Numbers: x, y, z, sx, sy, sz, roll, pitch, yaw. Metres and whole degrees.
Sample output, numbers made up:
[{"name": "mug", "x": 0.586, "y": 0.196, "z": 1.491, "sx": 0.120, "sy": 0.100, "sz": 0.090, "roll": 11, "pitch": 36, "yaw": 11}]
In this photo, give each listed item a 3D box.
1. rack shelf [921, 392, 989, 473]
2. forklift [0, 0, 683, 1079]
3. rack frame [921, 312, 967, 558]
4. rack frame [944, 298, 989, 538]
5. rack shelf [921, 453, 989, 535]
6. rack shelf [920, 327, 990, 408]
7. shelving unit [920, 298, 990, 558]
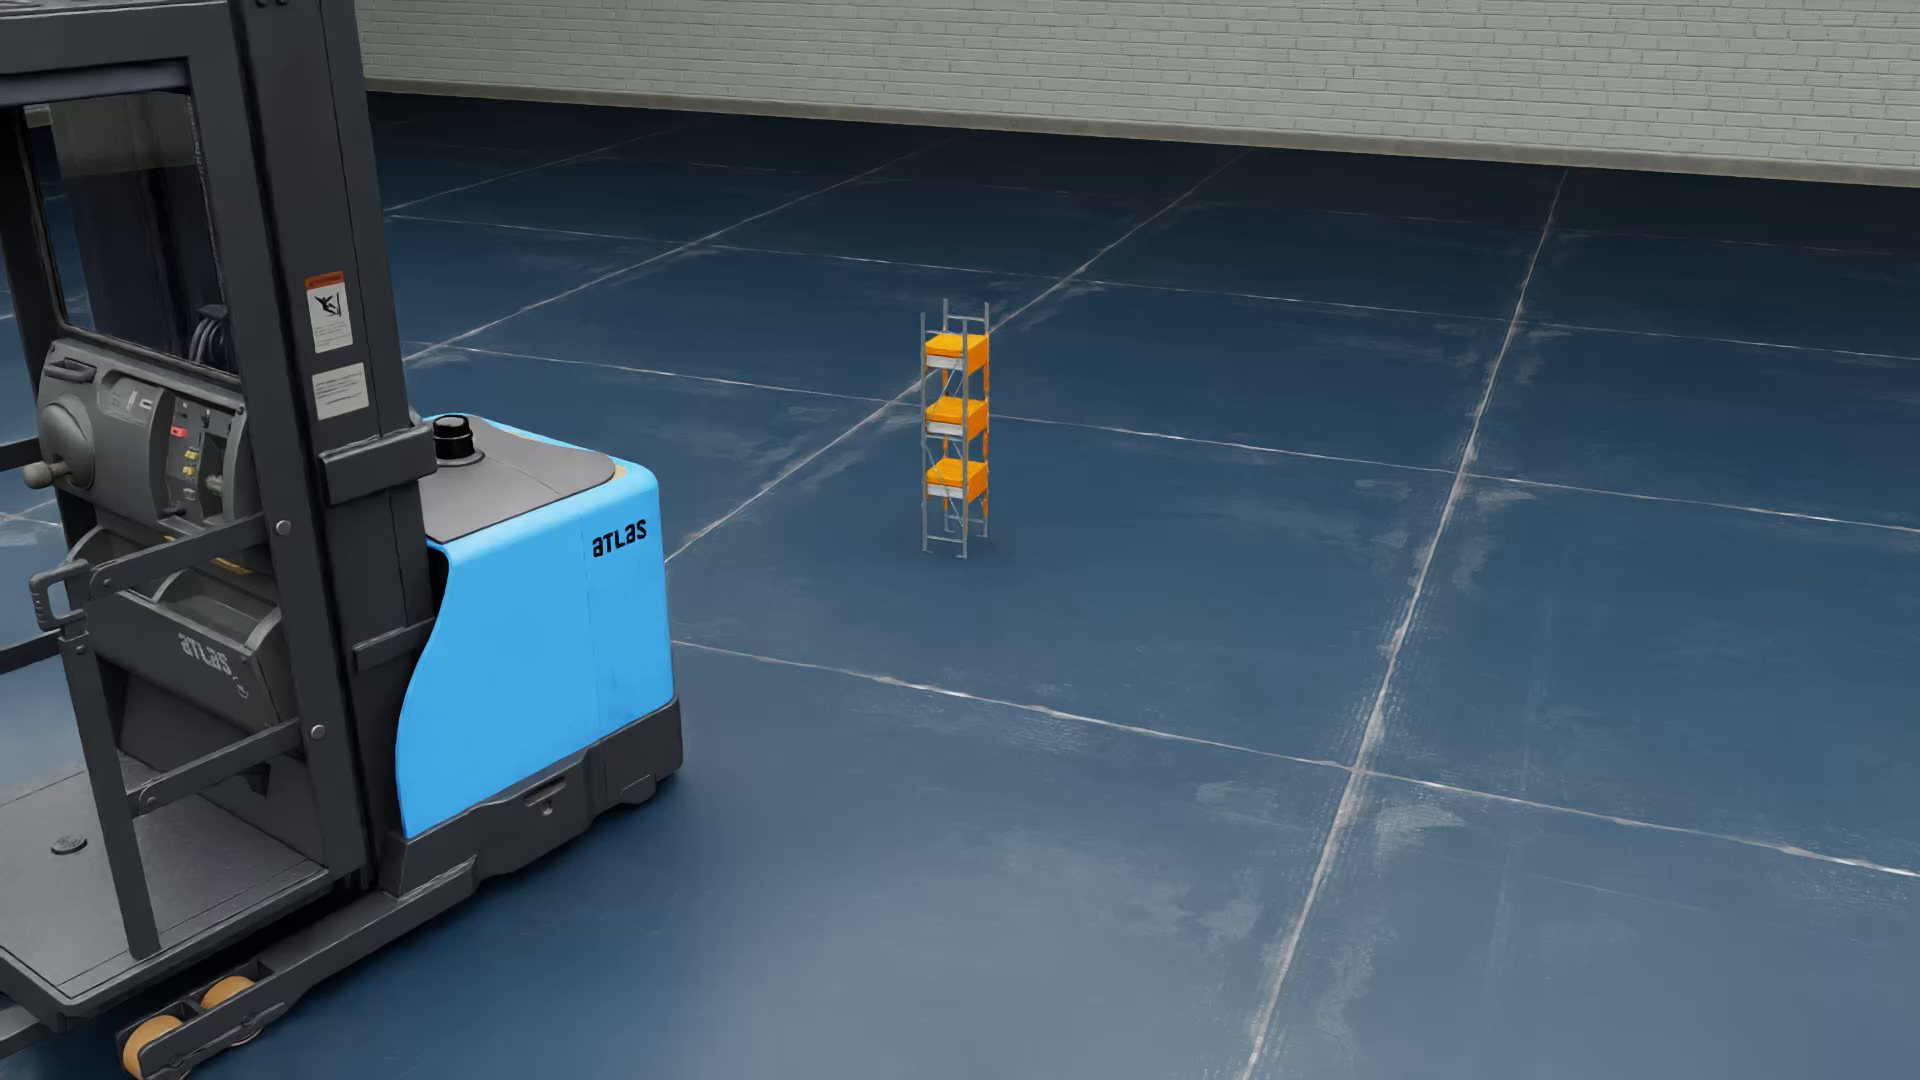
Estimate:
[{"name": "rack shelf", "x": -0.020, "y": -0.456, "z": 7.006, "sx": 0.215, "sy": 0.259, "sz": 0.240, "roll": 9, "pitch": 24, "yaw": 20}, {"name": "forklift", "x": -2.176, "y": -0.232, "z": 4.003, "sx": 1.130, "sy": 2.935, "sz": 3.031, "roll": 16, "pitch": 28, "yaw": 34}, {"name": "rack frame", "x": -0.065, "y": -0.422, "z": 6.897, "sx": 0.200, "sy": 1.050, "sz": 0.008, "roll": 9, "pitch": 24, "yaw": 20}, {"name": "rack frame", "x": 0.025, "y": -0.509, "z": 7.106, "sx": 0.200, "sy": 1.050, "sz": 0.008, "roll": 9, "pitch": 24, "yaw": 20}, {"name": "rack shelf", "x": -0.020, "y": -0.199, "z": 7.113, "sx": 0.215, "sy": 0.259, "sz": 0.240, "roll": 9, "pitch": 24, "yaw": 20}, {"name": "rack shelf", "x": -0.020, "y": -0.717, "z": 6.897, "sx": 0.215, "sy": 0.259, "sz": 0.240, "roll": 9, "pitch": 24, "yaw": 20}, {"name": "shelving unit", "x": -0.020, "y": -0.465, "z": 7.002, "sx": 0.215, "sy": 1.050, "sz": 0.252, "roll": 9, "pitch": 24, "yaw": 20}]
